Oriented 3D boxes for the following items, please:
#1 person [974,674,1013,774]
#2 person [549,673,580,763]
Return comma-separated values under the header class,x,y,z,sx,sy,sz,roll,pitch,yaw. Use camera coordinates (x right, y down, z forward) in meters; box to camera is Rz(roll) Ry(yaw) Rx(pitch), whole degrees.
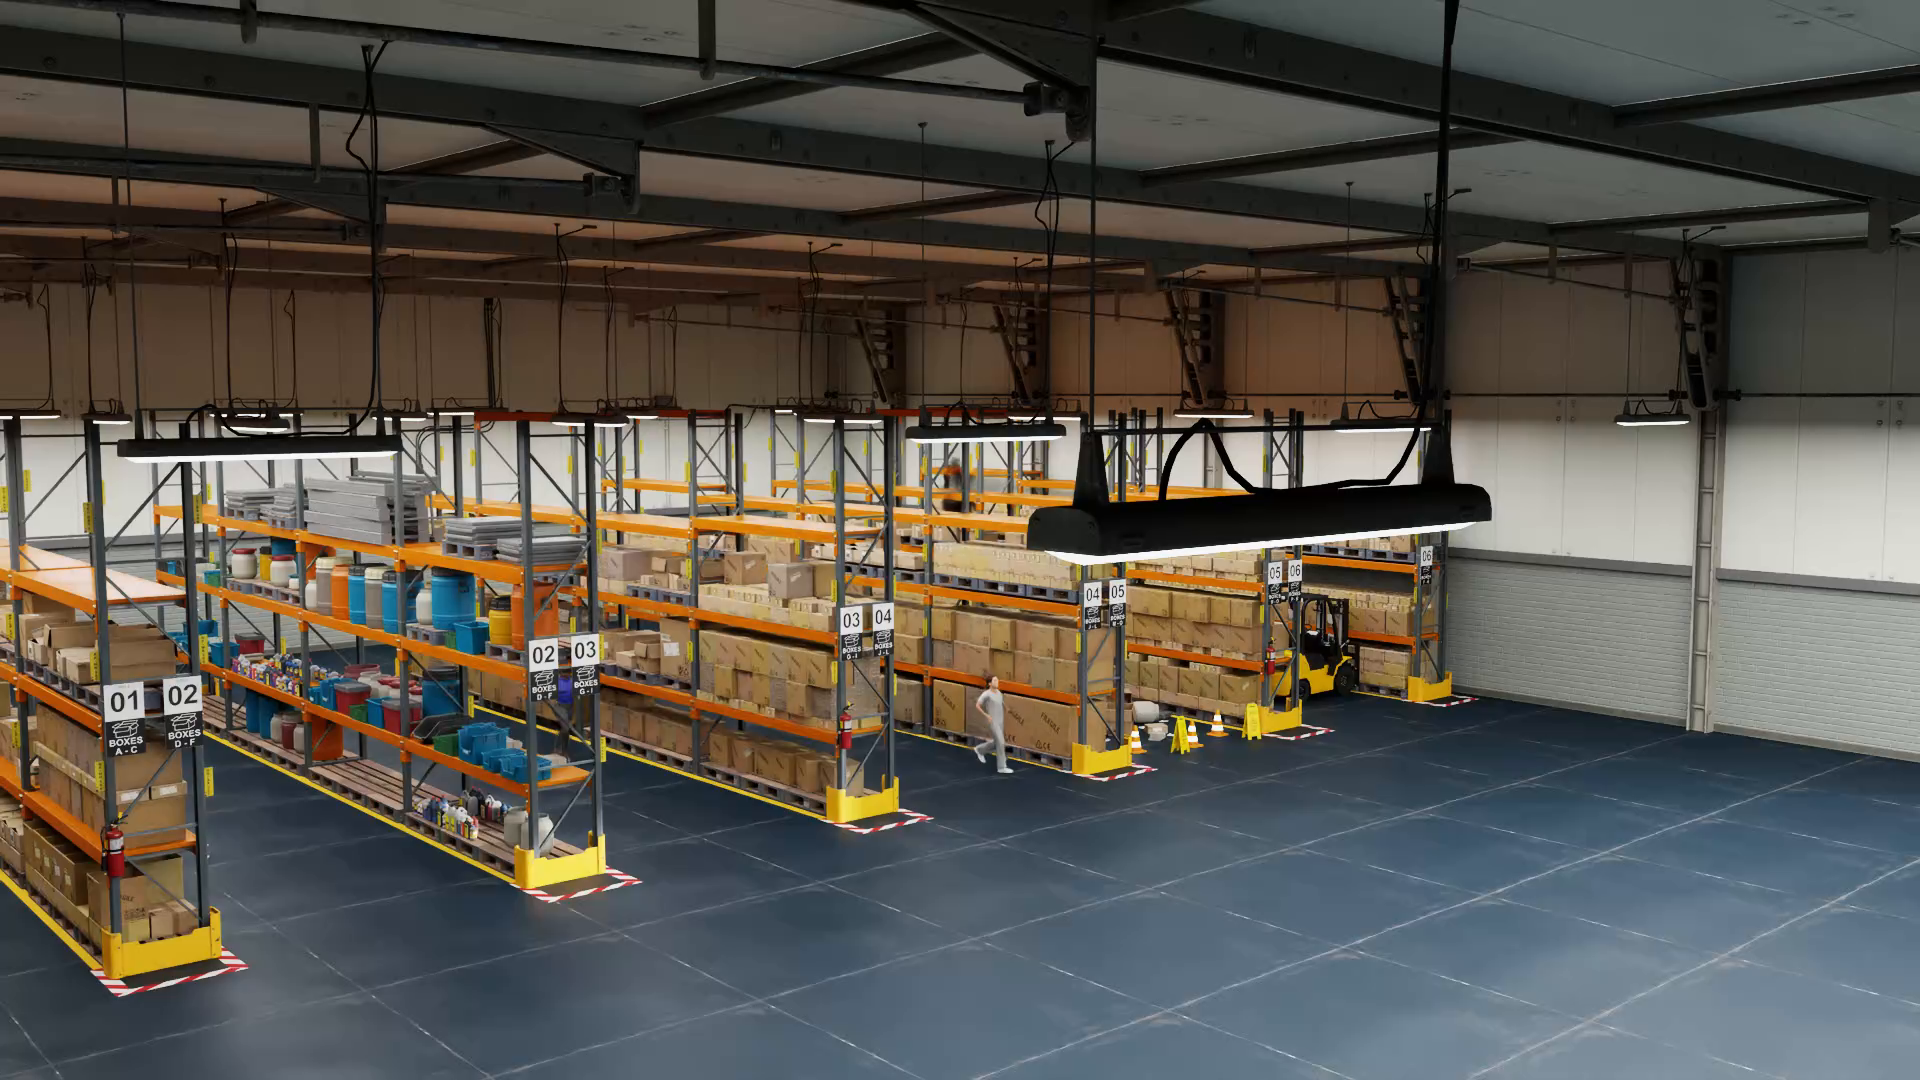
class,x,y,z,sx,sy,sz,roll,pitch,yaw
person,0.560,3.030,27.866,0.800,1.577,0.577,4,6,38
person,-6.842,2.998,28.790,0.742,1.704,0.555,4,7,41
